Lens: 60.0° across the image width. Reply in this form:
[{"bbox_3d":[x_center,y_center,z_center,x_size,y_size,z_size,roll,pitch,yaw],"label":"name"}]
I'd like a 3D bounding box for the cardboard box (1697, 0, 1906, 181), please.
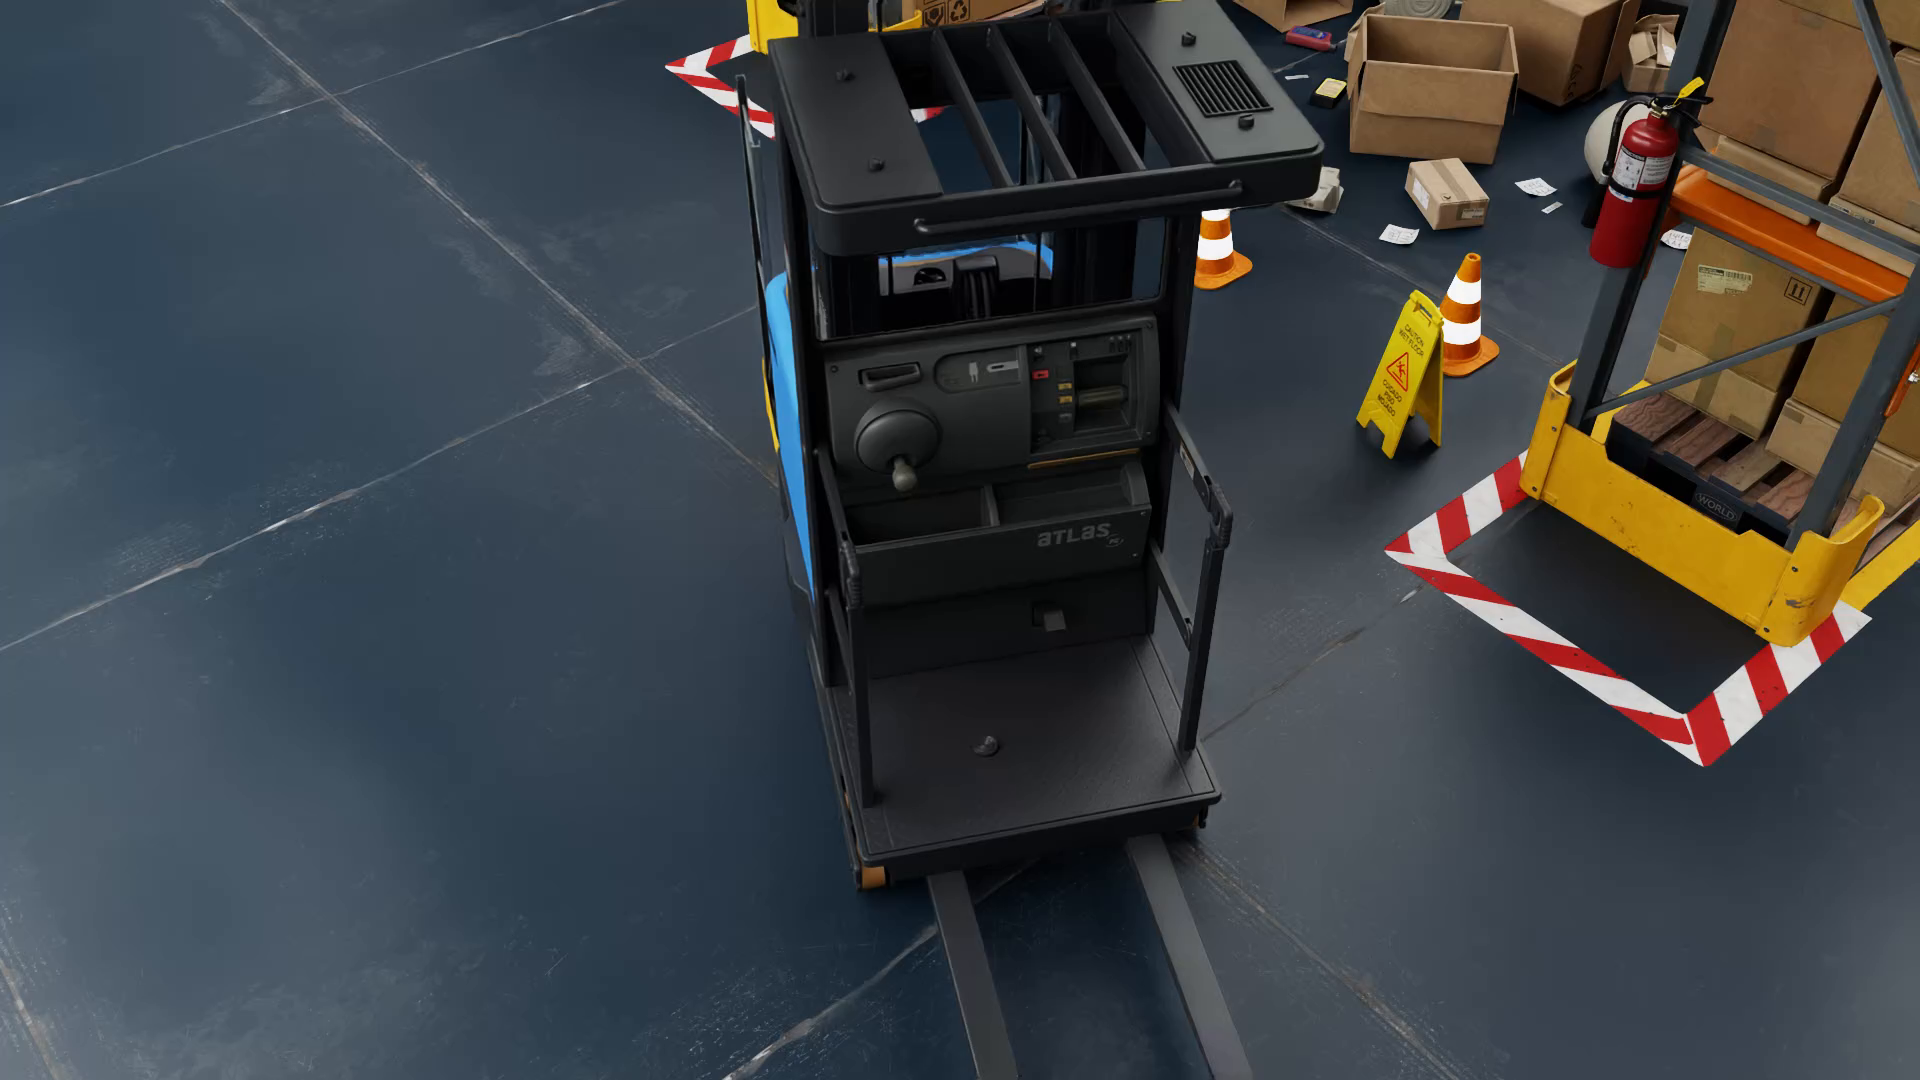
[{"bbox_3d":[2.839,-1.575,5.446,0.500,0.500,0.500,-31,51,-29],"label":"cardboard box"}]

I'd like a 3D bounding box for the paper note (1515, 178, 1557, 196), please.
[{"bbox_3d":[2.796,-1.715,8.063,0.142,0.019,0.148,-14,45,-14],"label":"paper note"}]

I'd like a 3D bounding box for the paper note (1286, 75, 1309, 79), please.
[{"bbox_3d":[1.798,-2.470,8.873,0.123,0.001,0.032,-7,44,-7],"label":"paper note"}]

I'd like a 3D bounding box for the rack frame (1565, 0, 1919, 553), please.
[{"bbox_3d":[2.600,-1.047,5.174,0.127,3.000,1.000,-30,51,-28],"label":"rack frame"}]

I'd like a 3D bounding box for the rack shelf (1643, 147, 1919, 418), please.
[{"bbox_3d":[4.134,-1.663,6.355,4.000,0.370,1.077,-30,51,-28],"label":"rack shelf"}]

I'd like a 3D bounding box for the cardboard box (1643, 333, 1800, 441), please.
[{"bbox_3d":[3.066,-0.705,6.511,0.500,0.250,0.500,-30,51,-28],"label":"cardboard box"}]

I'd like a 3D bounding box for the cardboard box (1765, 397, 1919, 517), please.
[{"bbox_3d":[3.396,-0.407,6.194,0.500,0.250,0.500,-30,51,-28],"label":"cardboard box"}]

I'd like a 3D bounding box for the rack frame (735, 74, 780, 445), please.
[{"bbox_3d":[-0.716,-0.904,6.117,0.032,1.500,0.500,-8,44,-8],"label":"rack frame"}]

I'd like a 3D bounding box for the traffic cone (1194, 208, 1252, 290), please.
[{"bbox_3d":[1.129,-1.422,7.426,0.334,0.463,0.336,-30,51,-28],"label":"traffic cone"}]

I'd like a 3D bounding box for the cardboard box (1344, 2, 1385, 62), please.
[{"bbox_3d":[2.278,-2.640,8.867,0.258,0.266,0.396,-21,47,-21],"label":"cardboard box"}]

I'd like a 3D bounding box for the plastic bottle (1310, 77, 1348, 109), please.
[{"bbox_3d":[1.948,-2.359,8.717,0.133,0.061,0.283,22,47,21],"label":"plastic bottle"}]

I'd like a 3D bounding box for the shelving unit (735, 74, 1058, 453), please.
[{"bbox_3d":[-0.209,-0.975,6.193,1.083,1.500,0.587,-8,44,-8],"label":"shelving unit"}]

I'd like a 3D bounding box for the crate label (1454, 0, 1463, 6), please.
[{"bbox_3d":[2.930,-3.180,9.536,0.298,0.136,0.250,7,44,7],"label":"crate label"}]

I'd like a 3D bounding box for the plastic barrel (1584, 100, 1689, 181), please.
[{"bbox_3d":[3.213,-1.810,7.868,0.421,0.421,0.512,0,43,0],"label":"plastic barrel"}]

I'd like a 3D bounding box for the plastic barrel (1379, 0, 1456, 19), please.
[{"bbox_3d":[2.529,-3.116,9.259,0.421,0.421,0.512,0,43,0],"label":"plastic barrel"}]

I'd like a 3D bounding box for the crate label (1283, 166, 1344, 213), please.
[{"bbox_3d":[1.692,-1.681,7.940,0.250,0.136,0.298,14,45,15],"label":"crate label"}]

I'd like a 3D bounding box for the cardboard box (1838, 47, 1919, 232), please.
[{"bbox_3d":[3.141,-1.254,5.104,0.500,0.500,0.500,-31,51,-28],"label":"cardboard box"}]

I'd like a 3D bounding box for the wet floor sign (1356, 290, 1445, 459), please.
[{"bbox_3d":[1.768,-0.667,6.489,0.232,0.644,0.267,-14,45,-14],"label":"wet floor sign"}]

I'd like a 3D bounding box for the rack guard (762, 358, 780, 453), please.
[{"bbox_3d":[-0.696,-0.451,6.547,0.087,0.250,0.587,-8,44,-8],"label":"rack guard"}]

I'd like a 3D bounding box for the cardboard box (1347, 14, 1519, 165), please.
[{"bbox_3d":[2.323,-2.238,8.265,0.797,0.503,0.637,7,44,7],"label":"cardboard box"}]

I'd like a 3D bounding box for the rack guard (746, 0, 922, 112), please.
[{"bbox_3d":[-0.672,-2.680,8.739,0.348,0.500,1.175,-30,51,-28],"label":"rack guard"}]

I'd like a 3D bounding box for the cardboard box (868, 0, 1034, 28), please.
[{"bbox_3d":[-0.176,-3.313,8.832,0.875,0.875,0.875,-29,51,-28],"label":"cardboard box"}]

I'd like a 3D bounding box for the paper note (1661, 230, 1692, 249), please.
[{"bbox_3d":[3.337,-1.400,7.718,0.142,0.019,0.148,22,47,21],"label":"paper note"}]

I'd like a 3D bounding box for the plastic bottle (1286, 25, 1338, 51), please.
[{"bbox_3d":[1.947,-2.750,9.133,0.283,0.061,0.133,22,47,21],"label":"plastic bottle"}]

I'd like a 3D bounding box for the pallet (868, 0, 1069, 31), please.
[{"bbox_3d":[-0.090,-2.978,9.267,1.213,0.211,1.003,-30,51,-28],"label":"pallet"}]

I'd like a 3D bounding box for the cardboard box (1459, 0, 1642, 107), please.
[{"bbox_3d":[3.035,-2.703,8.661,0.503,0.637,0.797,-30,51,-28],"label":"cardboard box"}]

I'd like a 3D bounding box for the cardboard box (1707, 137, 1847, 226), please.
[{"bbox_3d":[2.749,-1.232,5.554,0.250,0.149,0.380,-28,50,-27],"label":"cardboard box"}]

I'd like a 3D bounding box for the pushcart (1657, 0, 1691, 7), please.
[{"bbox_3d":[4.167,-3.023,9.194,1.648,0.377,0.936,22,47,21],"label":"pushcart"}]

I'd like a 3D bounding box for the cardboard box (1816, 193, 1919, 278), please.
[{"bbox_3d":[2.993,-0.996,5.303,0.250,0.149,0.380,-30,51,-28],"label":"cardboard box"}]

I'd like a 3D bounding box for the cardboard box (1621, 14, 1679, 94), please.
[{"bbox_3d":[3.666,-2.577,8.800,0.258,0.266,0.396,7,44,7],"label":"cardboard box"}]

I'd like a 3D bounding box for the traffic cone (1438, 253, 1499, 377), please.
[{"bbox_3d":[2.102,-0.989,6.965,0.334,0.463,0.336,-30,51,-28],"label":"traffic cone"}]

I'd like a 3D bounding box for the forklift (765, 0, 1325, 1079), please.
[{"bbox_3d":[0.148,-0.288,4.416,1.130,2.935,3.031,-9,44,-9],"label":"forklift"}]

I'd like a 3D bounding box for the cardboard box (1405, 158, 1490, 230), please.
[{"bbox_3d":[2.309,-1.644,7.892,0.250,0.149,0.380,-7,44,-7],"label":"cardboard box"}]

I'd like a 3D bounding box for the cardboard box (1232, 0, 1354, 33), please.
[{"bbox_3d":[1.882,-3.228,9.320,0.500,0.500,0.500,-21,47,-21],"label":"cardboard box"}]

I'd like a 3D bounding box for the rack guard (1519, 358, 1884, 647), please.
[{"bbox_3d":[2.658,-0.169,6.065,0.348,0.500,1.175,-30,51,-28],"label":"rack guard"}]

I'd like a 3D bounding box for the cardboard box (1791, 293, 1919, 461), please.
[{"bbox_3d":[3.414,-0.691,5.949,0.500,0.500,0.500,-32,52,-29],"label":"cardboard box"}]

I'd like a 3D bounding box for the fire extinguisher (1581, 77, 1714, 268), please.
[{"bbox_3d":[2.216,-1.211,5.404,0.183,0.674,0.296,-30,51,-28],"label":"fire extinguisher"}]

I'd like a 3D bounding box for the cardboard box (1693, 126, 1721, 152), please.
[{"bbox_3d":[3.973,-2.138,8.159,0.500,0.500,0.500,0,43,0],"label":"cardboard box"}]

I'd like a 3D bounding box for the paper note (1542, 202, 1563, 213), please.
[{"bbox_3d":[2.826,-1.586,7.932,0.123,0.001,0.032,-30,51,-28],"label":"paper note"}]

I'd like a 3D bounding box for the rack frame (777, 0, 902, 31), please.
[{"bbox_3d":[-0.654,-3.602,7.894,0.127,3.000,1.000,-30,51,-28],"label":"rack frame"}]

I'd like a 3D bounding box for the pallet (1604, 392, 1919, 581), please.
[{"bbox_3d":[3.304,-0.402,6.524,1.213,0.211,1.003,-30,51,-28],"label":"pallet"}]

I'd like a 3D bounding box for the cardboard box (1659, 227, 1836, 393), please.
[{"bbox_3d":[3.047,-0.960,6.235,0.500,0.500,0.500,-29,51,-28],"label":"cardboard box"}]

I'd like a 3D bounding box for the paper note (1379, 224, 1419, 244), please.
[{"bbox_3d":[2.048,-1.425,7.745,0.148,0.019,0.142,22,47,21],"label":"paper note"}]

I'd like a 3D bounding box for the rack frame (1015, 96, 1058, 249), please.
[{"bbox_3d":[0.280,-1.044,6.266,0.032,1.500,0.500,-8,44,-8],"label":"rack frame"}]

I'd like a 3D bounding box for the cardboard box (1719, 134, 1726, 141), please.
[{"bbox_3d":[2.873,-1.402,5.735,0.250,0.149,0.380,-30,51,-28],"label":"cardboard box"}]
